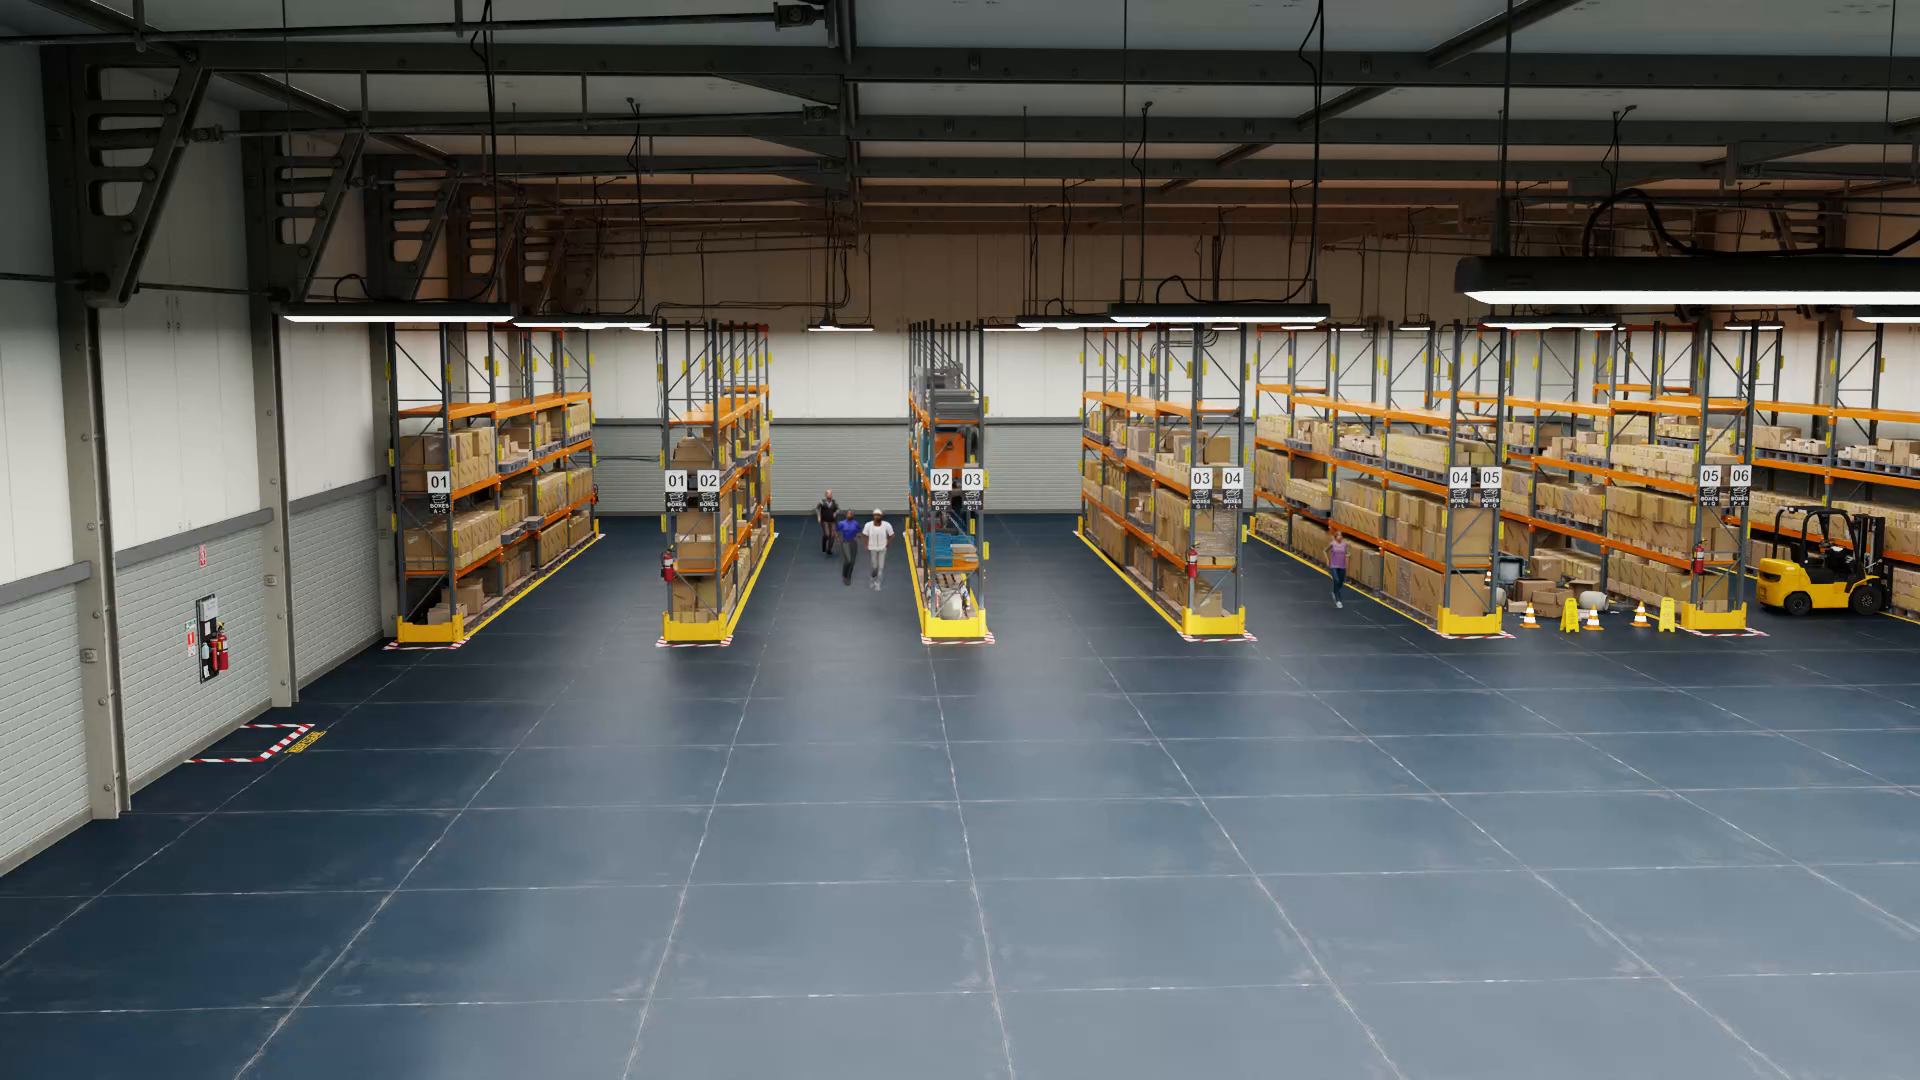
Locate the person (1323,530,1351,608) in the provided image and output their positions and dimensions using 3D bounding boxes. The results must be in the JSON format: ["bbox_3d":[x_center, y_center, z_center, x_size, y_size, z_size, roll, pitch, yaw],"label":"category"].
[{"bbox_3d":[7.965,0.588,35.077,0.537,1.578,0.894,-1,7,-5],"label":"person"}]

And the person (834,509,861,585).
[{"bbox_3d":[-2.405,0.170,36.181,0.552,1.658,0.629,-3,8,-23],"label":"person"}]

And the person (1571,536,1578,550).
[{"bbox_3d":[15.748,-0.427,42.694,0.643,1.827,0.737,-1,7,-7],"label":"person"}]

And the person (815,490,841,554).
[{"bbox_3d":[-3.409,-0.459,43.265,0.644,1.680,0.591,-2,7,-18],"label":"person"}]

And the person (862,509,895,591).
[{"bbox_3d":[-1.729,0.209,35.375,0.688,1.741,0.572,0,7,-3],"label":"person"}]
